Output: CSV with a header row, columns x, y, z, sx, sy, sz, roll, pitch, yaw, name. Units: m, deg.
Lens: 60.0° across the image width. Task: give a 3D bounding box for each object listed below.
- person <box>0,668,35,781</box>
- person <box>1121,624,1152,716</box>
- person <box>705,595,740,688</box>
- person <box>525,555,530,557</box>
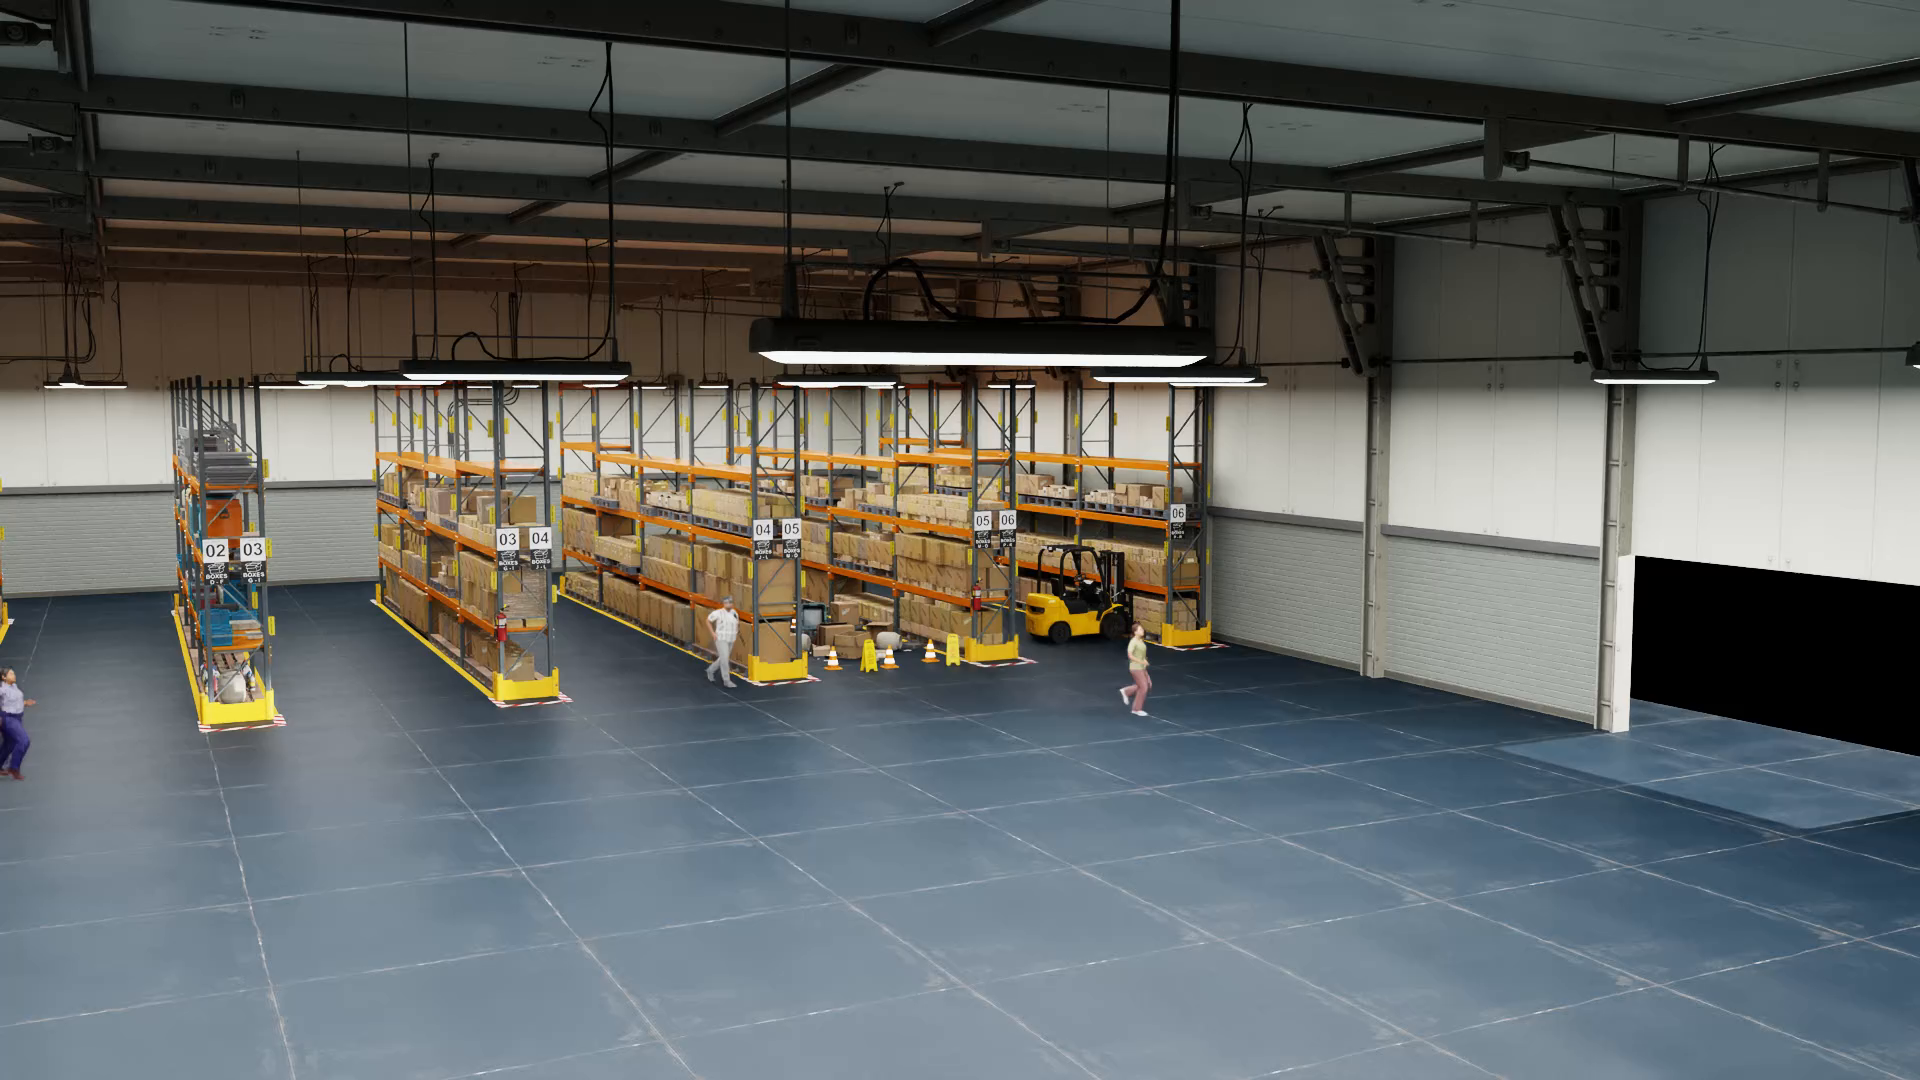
x,y,z,sx,sy,sz,roll,pitch,yaw,name
-14.044,2.772,24.593,0.716,1.605,0.574,-1,5,-9,person
3.117,2.293,29.553,0.579,1.634,0.610,2,6,23,person
-4.574,1.945,32.435,0.988,1.748,0.693,4,7,40,person
-12.404,0.736,46.876,0.780,1.654,0.574,0,5,-3,person
